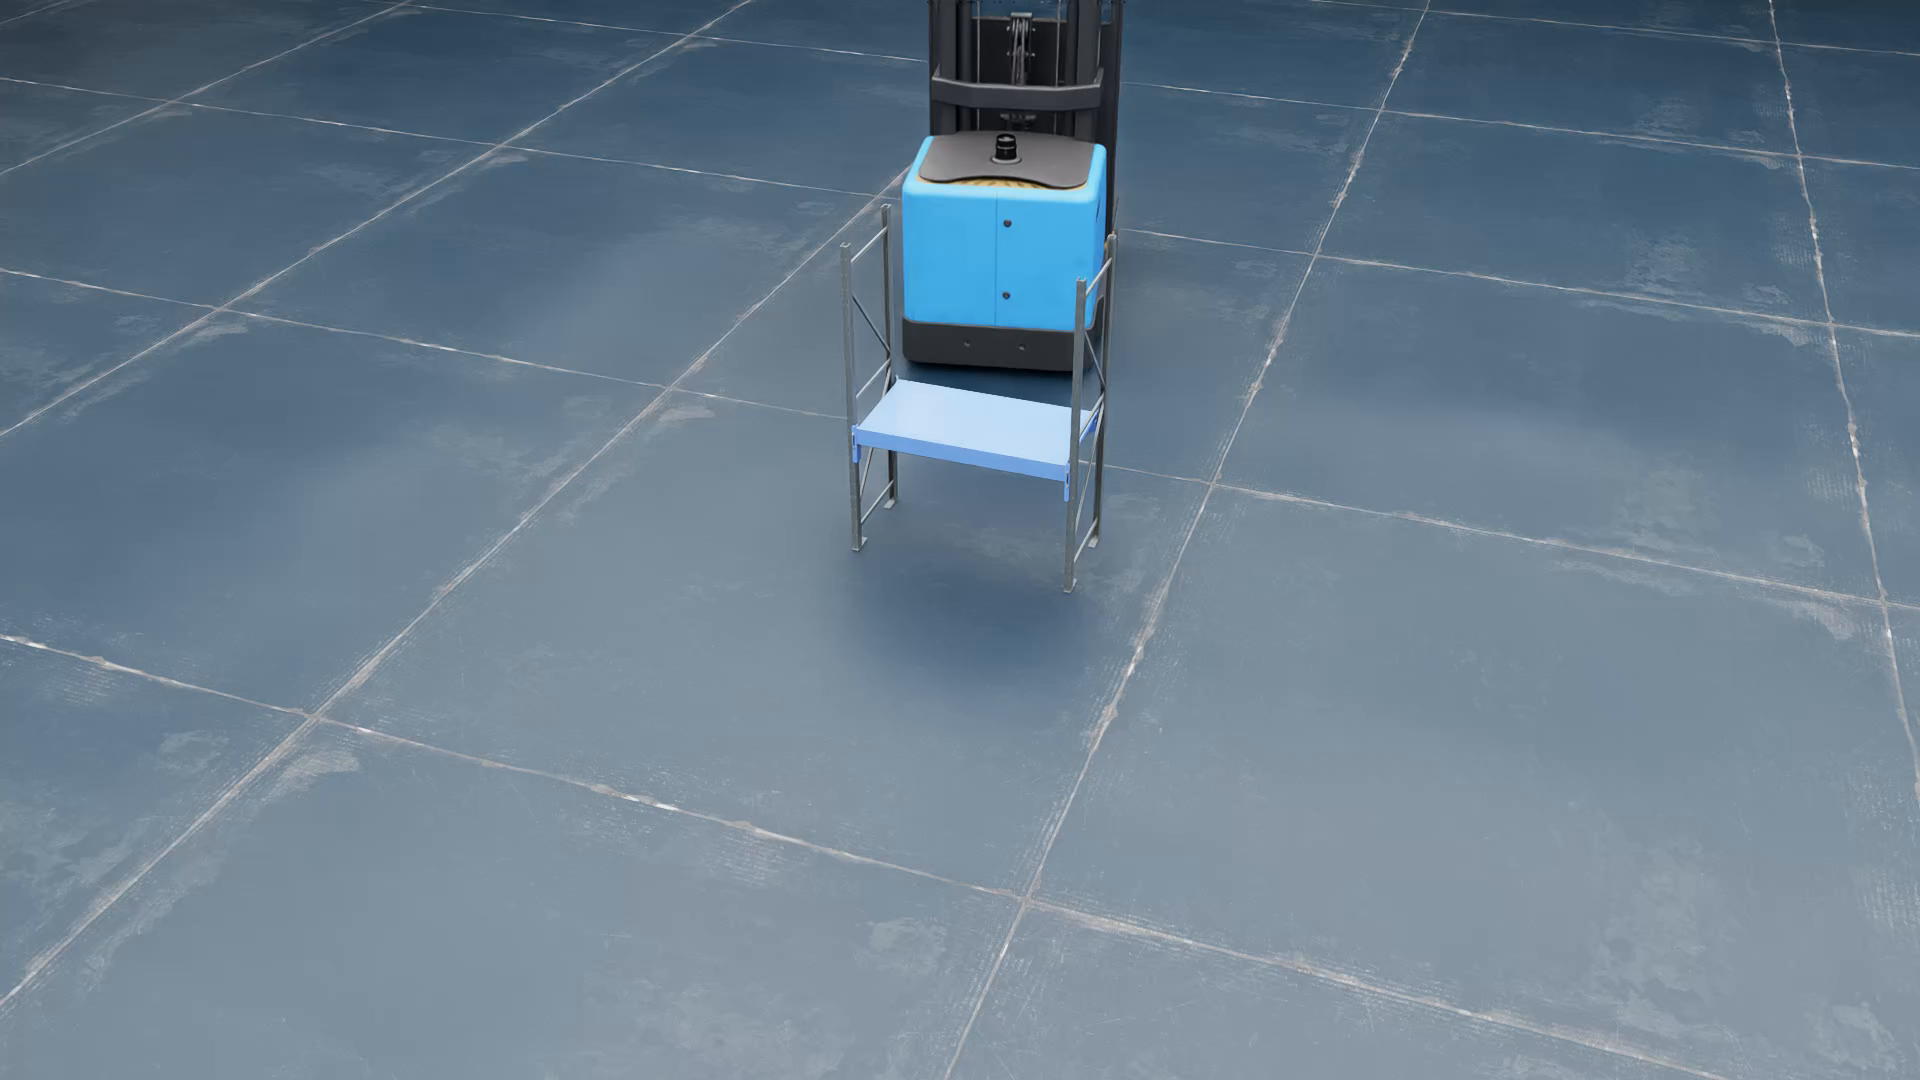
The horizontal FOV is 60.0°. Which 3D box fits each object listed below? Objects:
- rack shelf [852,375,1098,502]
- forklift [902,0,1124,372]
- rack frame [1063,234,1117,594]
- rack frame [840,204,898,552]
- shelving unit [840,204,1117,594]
[{"bbox_3d":[0.080,-0.463,7.417,1.000,0.185,0.538,11,34,16],"label":"rack shelf"},{"bbox_3d":[0.402,-2.929,9.584,1.130,2.935,3.031,4,33,7],"label":"forklift"},{"bbox_3d":[0.559,-0.521,7.175,0.032,1.500,0.500,11,34,16],"label":"rack frame"},{"bbox_3d":[-0.398,-0.708,7.463,0.032,1.500,0.500,11,34,16],"label":"rack frame"},{"bbox_3d":[0.080,-0.614,7.319,1.048,1.500,0.538,11,34,16],"label":"shelving unit"}]
